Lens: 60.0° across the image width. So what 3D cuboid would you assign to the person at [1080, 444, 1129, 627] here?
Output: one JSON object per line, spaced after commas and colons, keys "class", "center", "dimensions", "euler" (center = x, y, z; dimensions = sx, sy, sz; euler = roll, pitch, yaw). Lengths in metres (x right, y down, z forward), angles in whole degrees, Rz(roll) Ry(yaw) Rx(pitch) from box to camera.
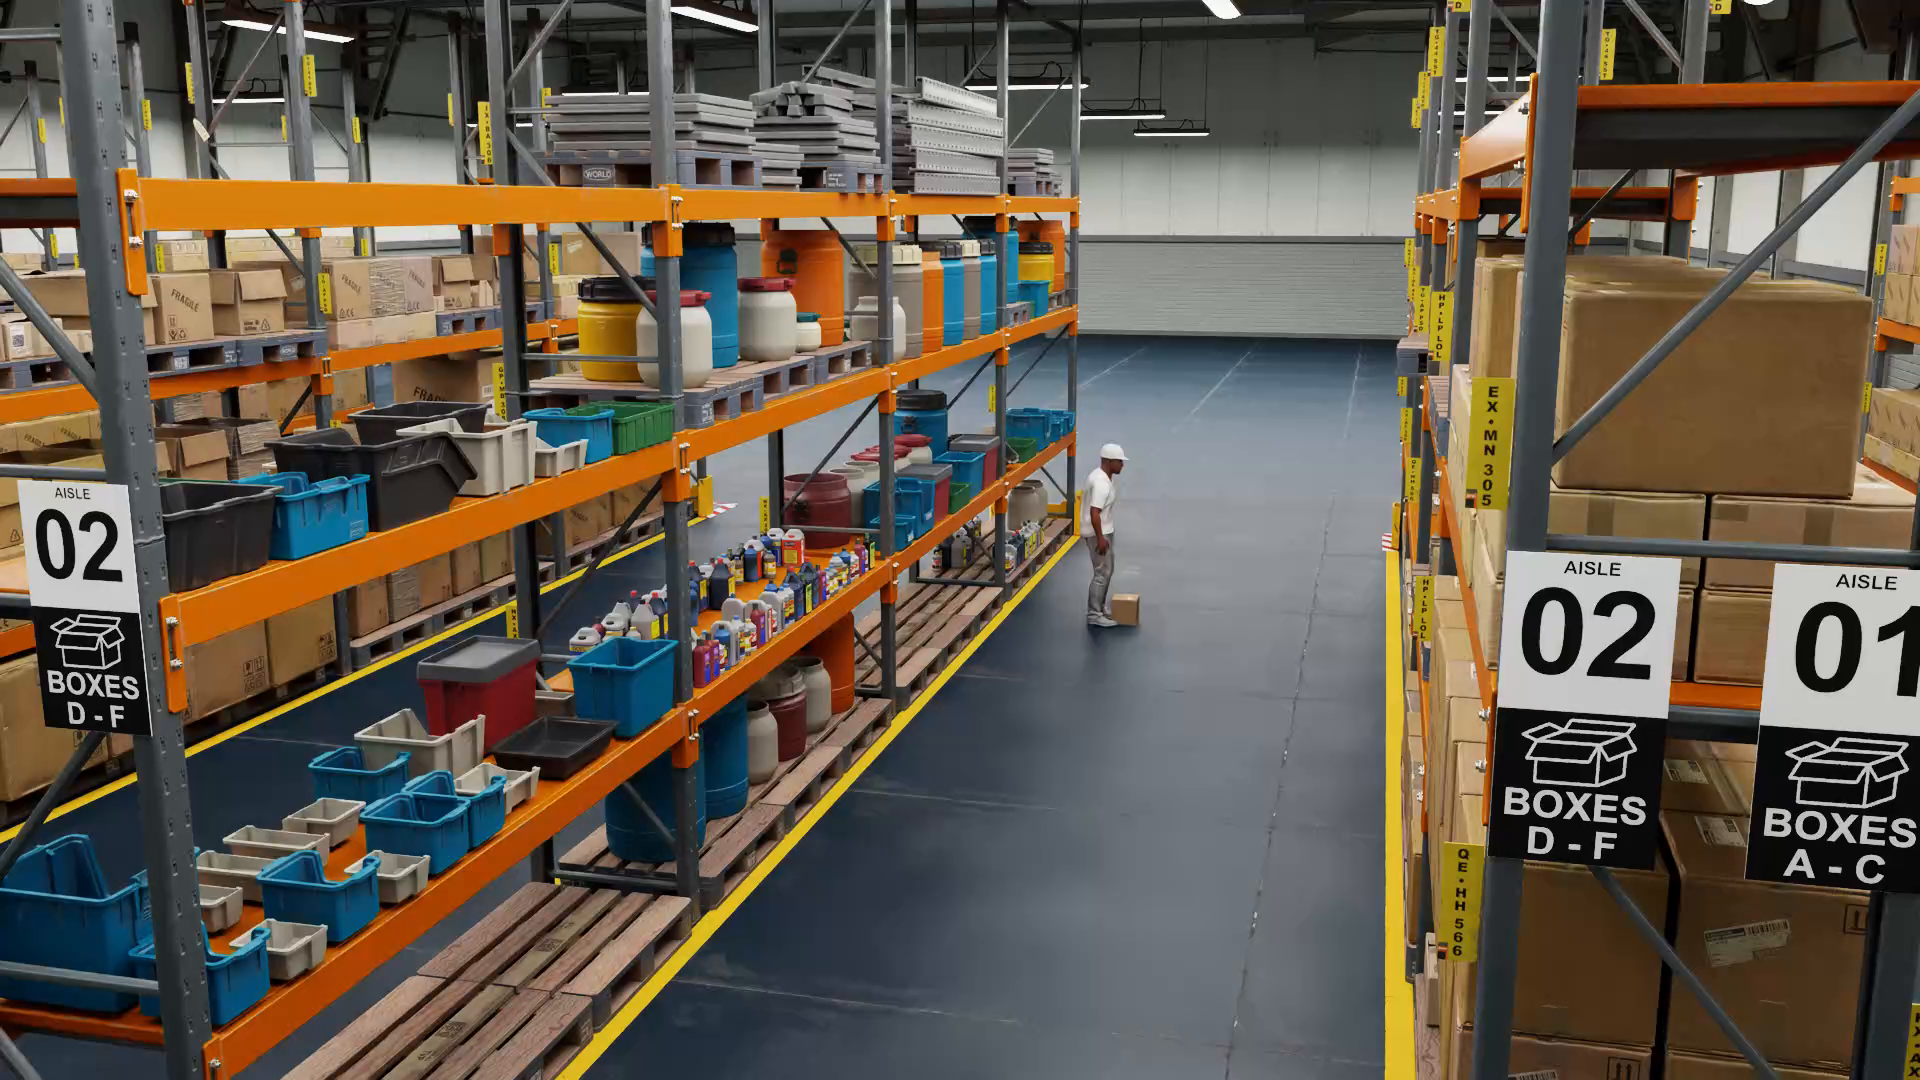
{"class": "person", "center": [1.400, -0.065, 16.225], "dimensions": [0.463, 1.759, 0.626], "euler": [2, 12, 11]}
